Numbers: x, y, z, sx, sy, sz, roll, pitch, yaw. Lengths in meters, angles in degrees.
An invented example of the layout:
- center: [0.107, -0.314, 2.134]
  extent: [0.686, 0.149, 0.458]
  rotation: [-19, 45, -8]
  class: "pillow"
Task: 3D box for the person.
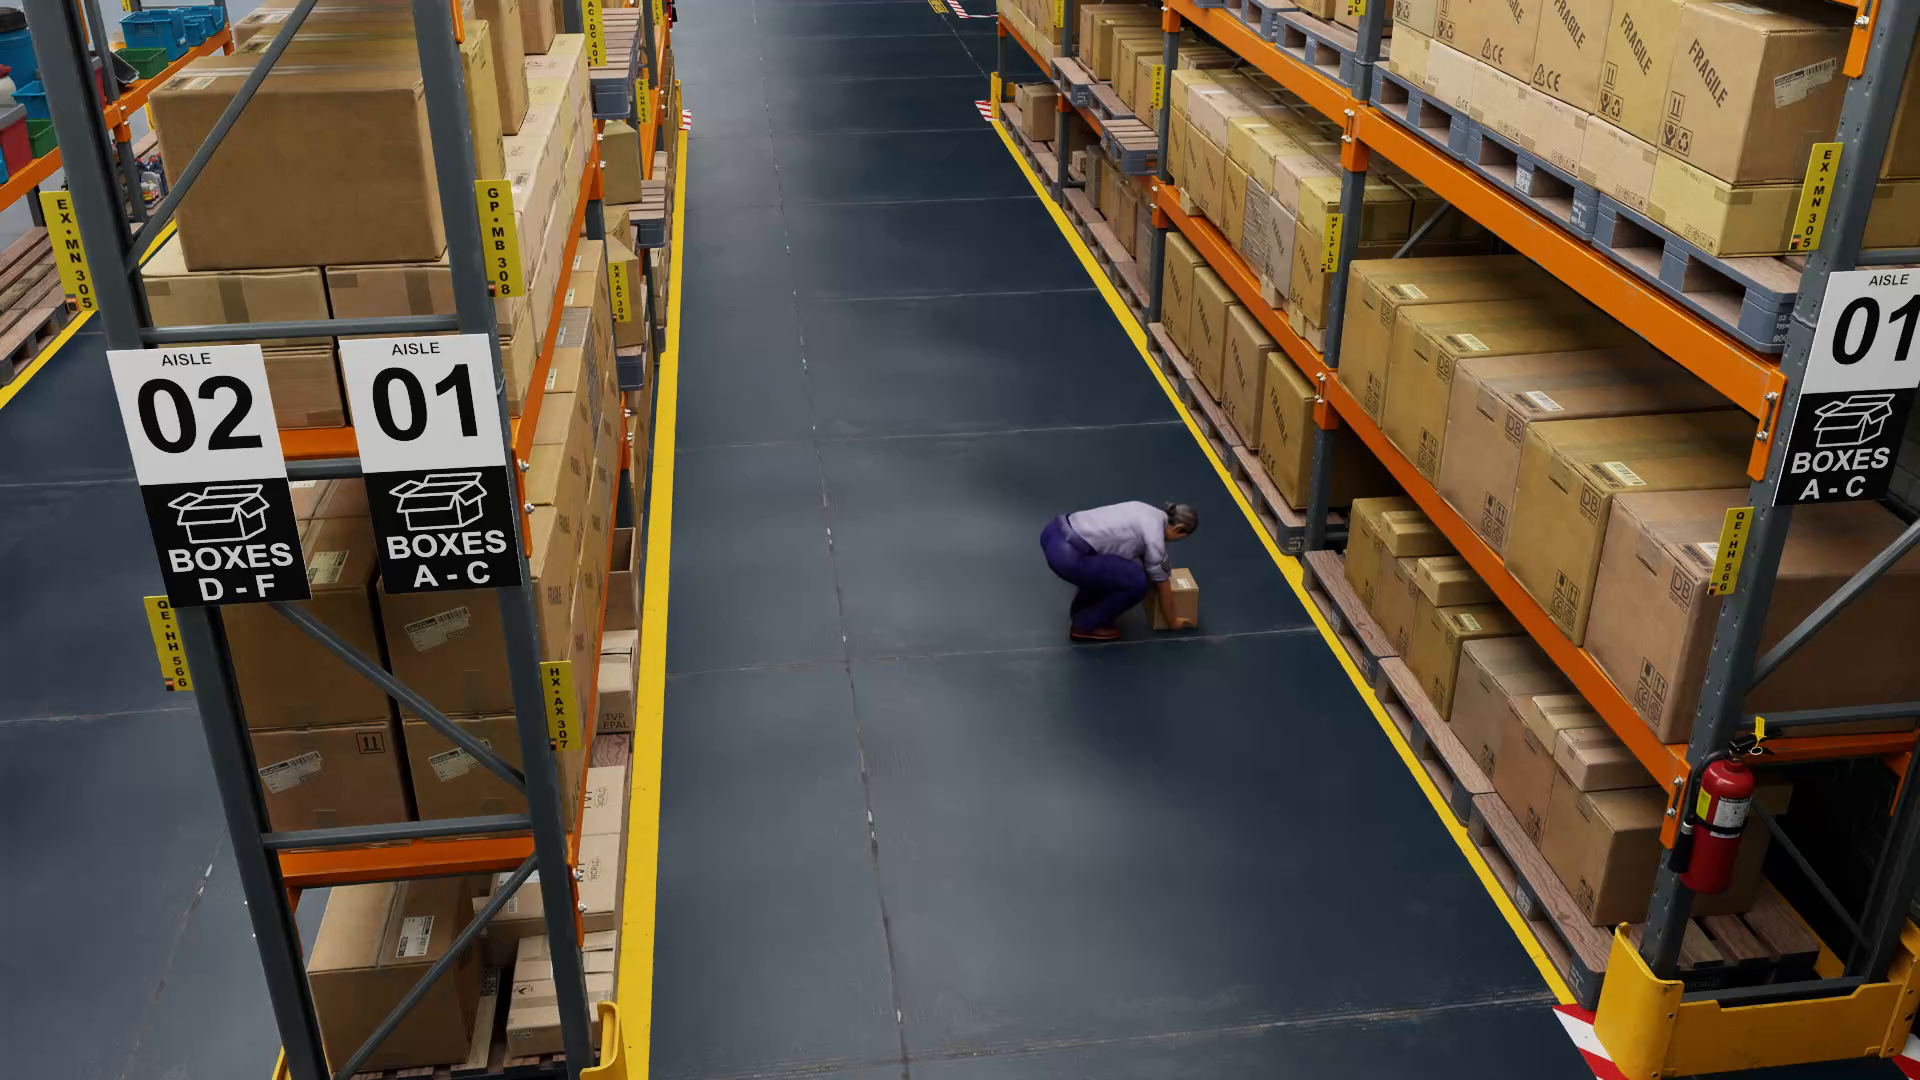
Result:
- center: [0.896, 0.157, 9.353]
  extent: [0.899, 0.741, 0.498]
  rotation: [-4, 28, -8]
  class: "person"
